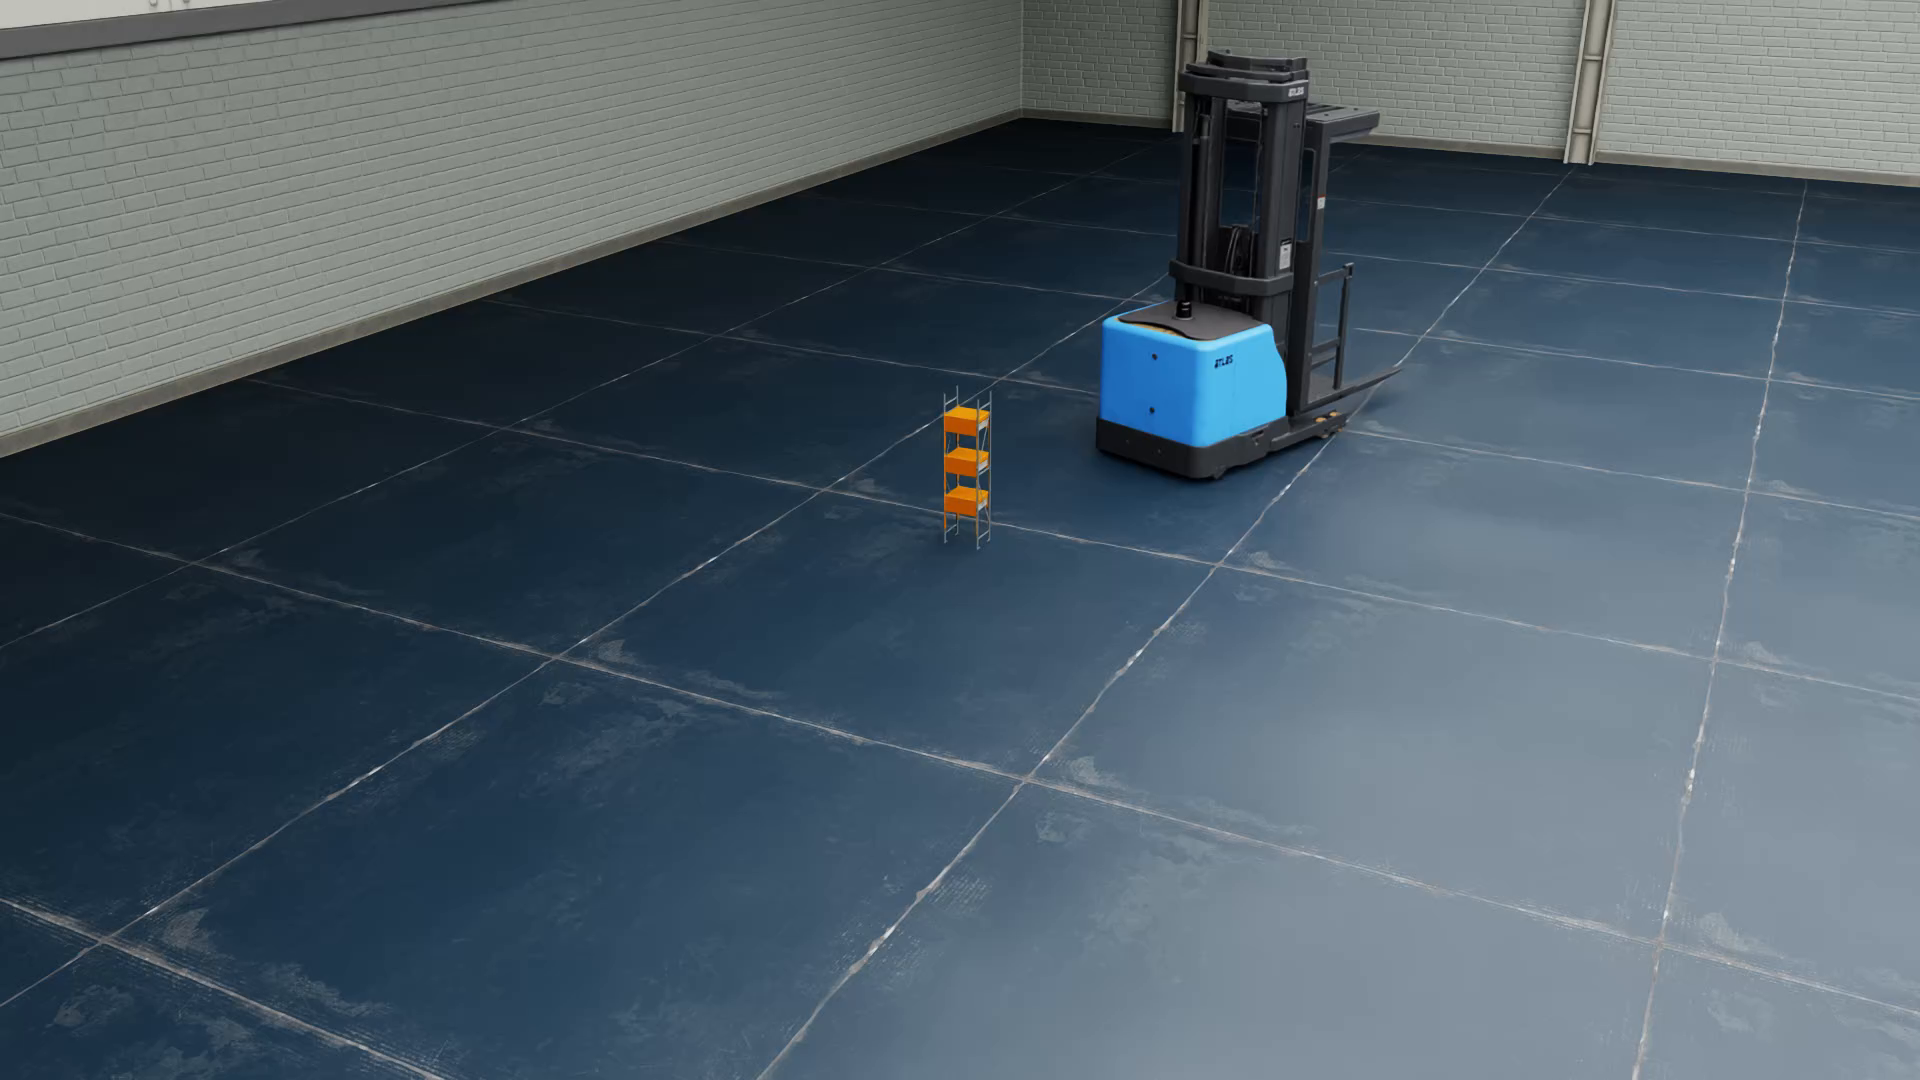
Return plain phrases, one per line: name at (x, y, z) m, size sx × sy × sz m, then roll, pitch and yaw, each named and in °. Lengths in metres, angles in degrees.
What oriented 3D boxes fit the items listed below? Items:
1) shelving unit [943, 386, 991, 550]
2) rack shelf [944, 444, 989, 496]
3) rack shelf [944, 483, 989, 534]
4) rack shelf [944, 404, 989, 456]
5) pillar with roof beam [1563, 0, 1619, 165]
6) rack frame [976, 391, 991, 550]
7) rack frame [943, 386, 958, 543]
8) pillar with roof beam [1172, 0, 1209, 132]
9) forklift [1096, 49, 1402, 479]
shelving unit at (0.048, -0.474, 11.022) m, size 0.252 × 1.050 × 0.215 m, roll 11°, pitch 25°, yaw 25°
rack shelf at (0.048, -0.464, 11.026) m, size 0.240 × 0.259 × 0.215 m, roll 11°, pitch 25°, yaw 25°
rack shelf at (0.048, -0.208, 11.135) m, size 0.240 × 0.259 × 0.215 m, roll 11°, pitch 25°, yaw 25°
rack shelf at (0.048, -0.725, 10.915) m, size 0.240 × 0.259 × 0.215 m, roll 11°, pitch 25°, yaw 25°
pillar with roof beam at (7.046, -8.124, 18.853) m, size 0.400 × 9.000 × 9.100 m, roll 11°, pitch 25°, yaw 25°
rack frame at (0.157, -0.452, 10.972) m, size 0.008 × 1.050 × 0.200 m, roll 11°, pitch 25°, yaw 25°
rack frame at (-0.061, -0.495, 11.073) m, size 0.008 × 1.050 × 0.200 m, roll 11°, pitch 25°, yaw 25°
pillar with roof beam at (1.691, -9.183, 21.345) m, size 0.400 × 9.000 × 9.100 m, roll 11°, pitch 25°, yaw 25°
forklift at (2.444, -2.277, 12.859) m, size 3.031 × 2.935 × 1.130 m, roll -21°, pitch 31°, yaw -40°
